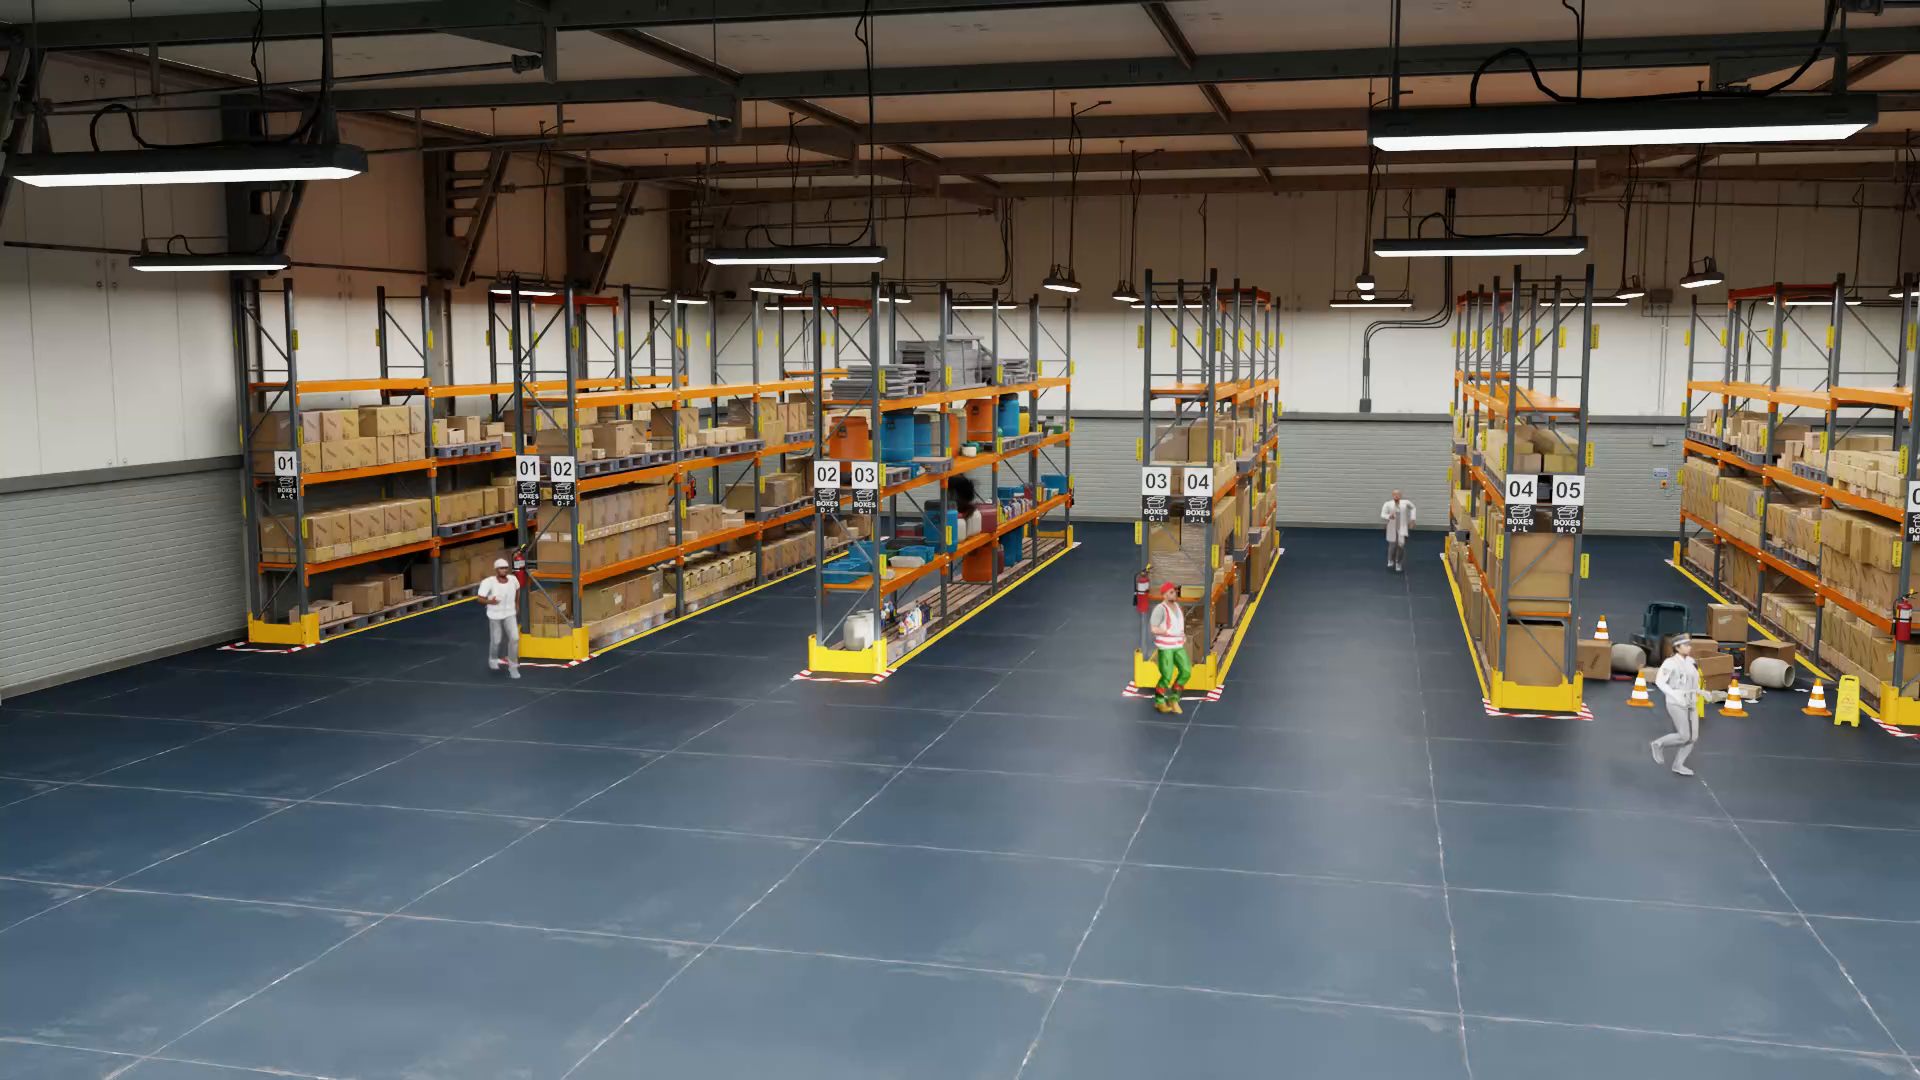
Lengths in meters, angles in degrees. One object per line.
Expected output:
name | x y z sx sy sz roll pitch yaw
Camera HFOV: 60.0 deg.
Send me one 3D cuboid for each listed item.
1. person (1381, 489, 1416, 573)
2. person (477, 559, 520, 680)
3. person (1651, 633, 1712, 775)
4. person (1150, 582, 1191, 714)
person | 9.526 -0.209 36.158 0.733 1.797 0.954 2 7 17
person | -6.866 1.161 24.879 0.720 1.796 0.840 -4 8 -32
person | 8.346 1.883 19.249 0.614 1.648 0.573 -4 8 -29
person | 2.857 1.470 22.331 0.653 1.810 0.616 -5 8 -36
